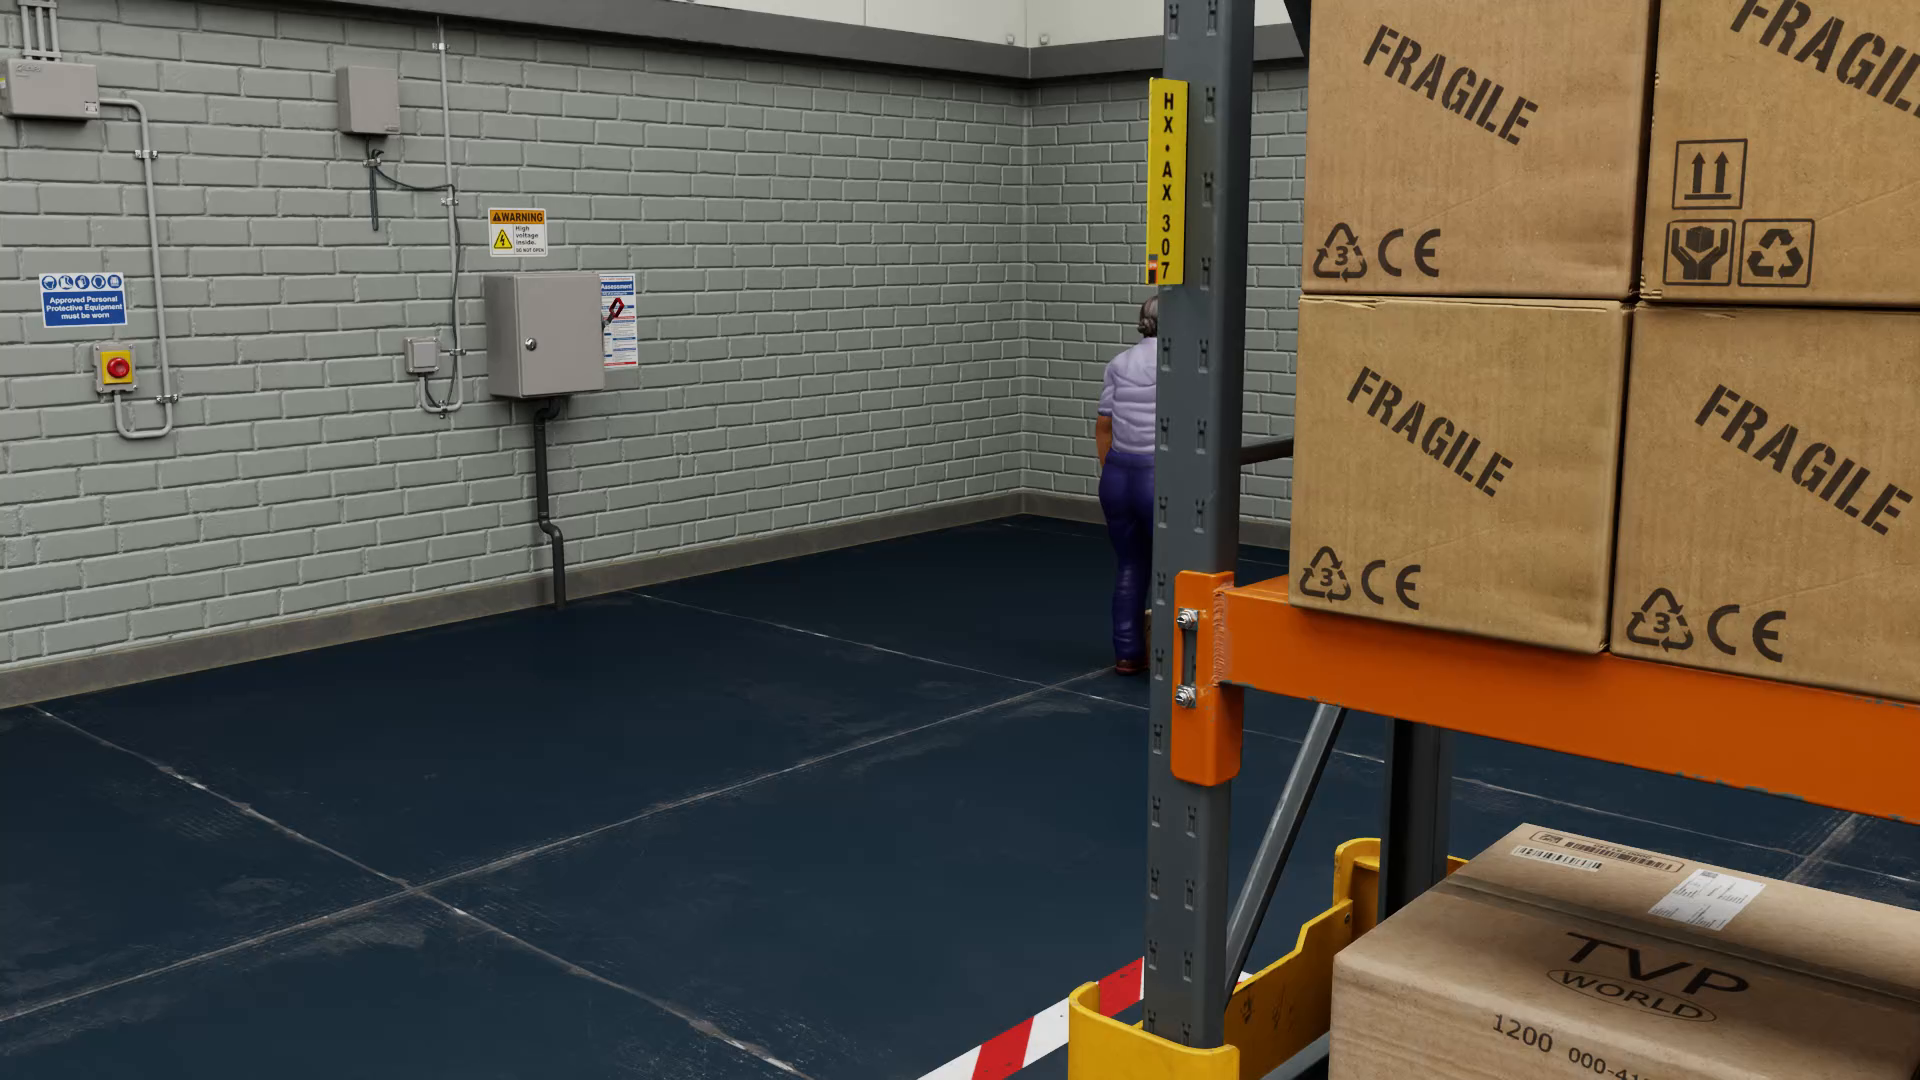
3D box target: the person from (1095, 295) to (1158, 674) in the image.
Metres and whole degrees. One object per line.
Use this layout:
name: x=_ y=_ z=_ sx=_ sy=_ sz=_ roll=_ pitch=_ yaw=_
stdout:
person: x=0.839 y=-0.216 z=7.123 sx=0.528 sy=1.651 sz=0.418 roll=9 pitch=14 yaw=41
